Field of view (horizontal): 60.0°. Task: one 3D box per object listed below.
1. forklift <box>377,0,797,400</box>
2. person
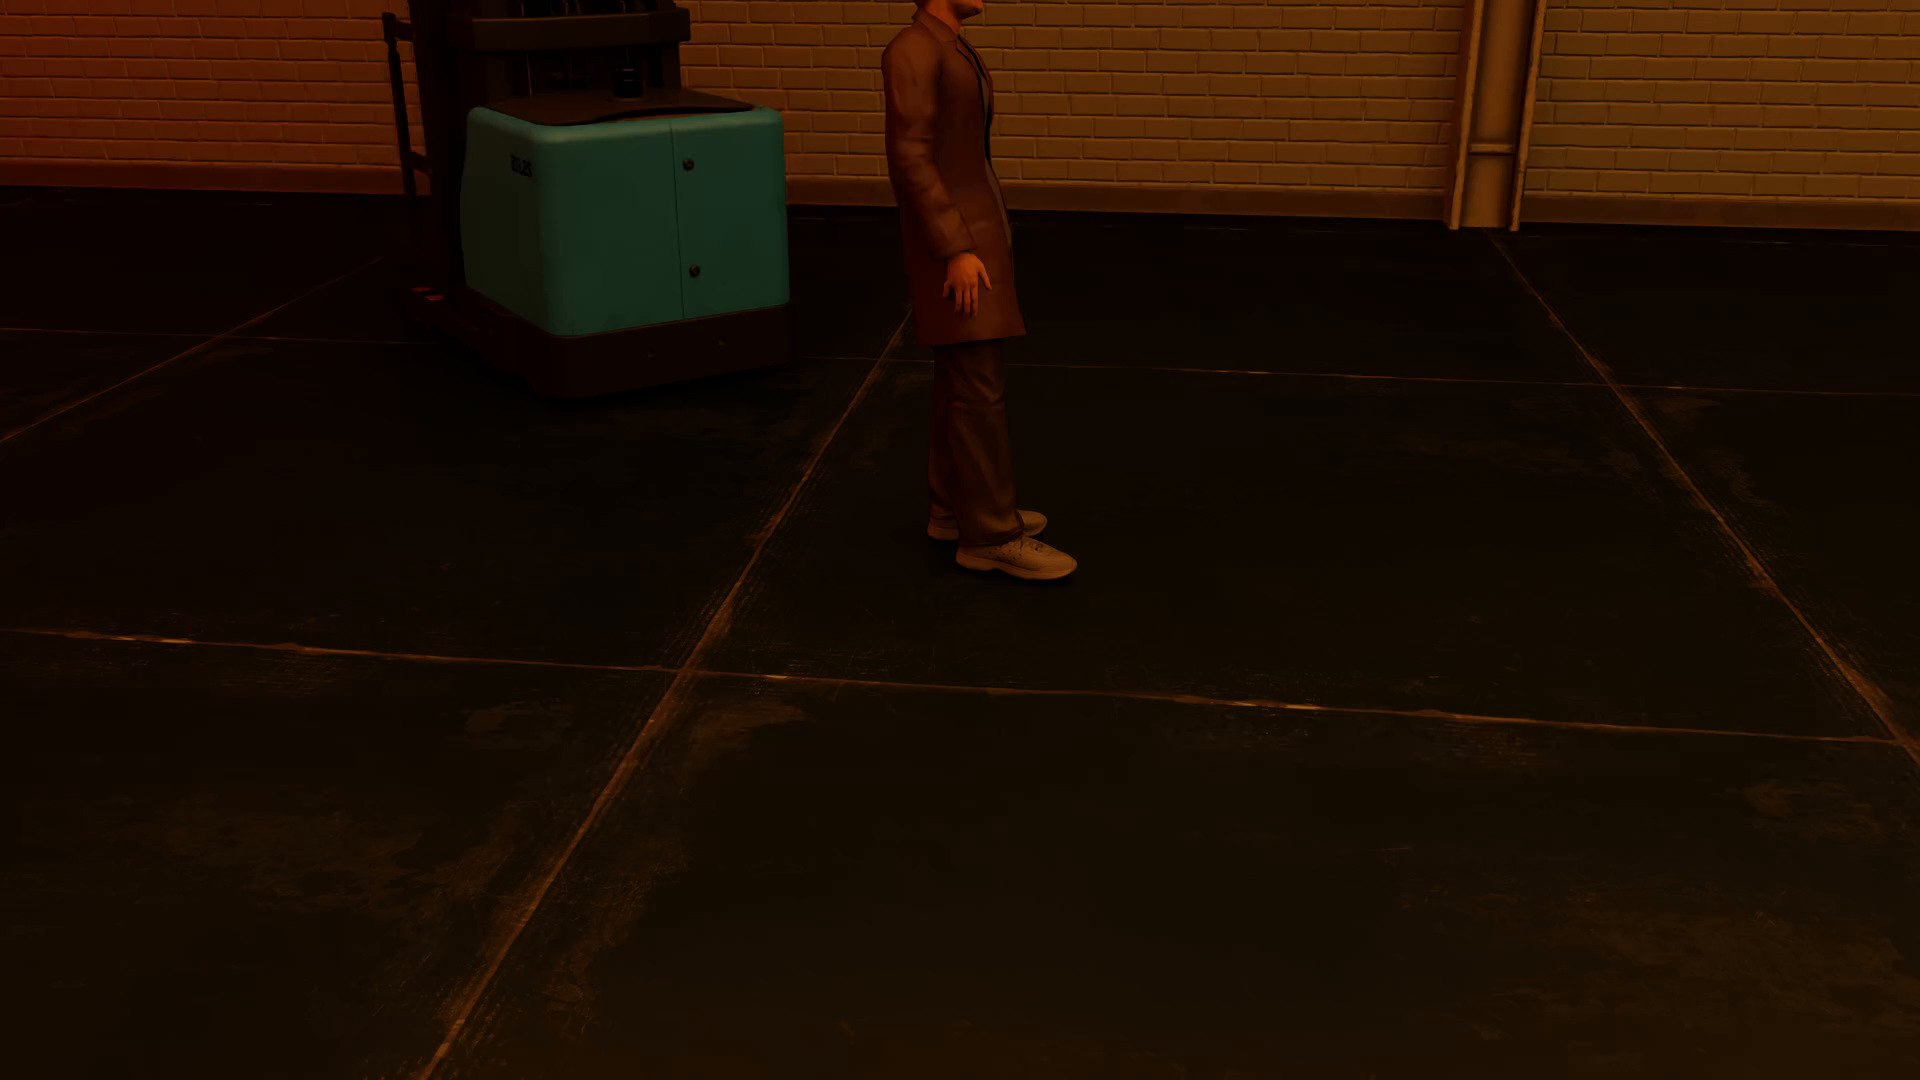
[{"bbox_3d":[-1.910,-2.392,7.194,1.130,2.935,3.031,-14,26,-31],"label":"forklift"},{"bbox_3d":[0.089,-0.825,4.827,0.582,1.776,0.696,3,22,7],"label":"person"}]
